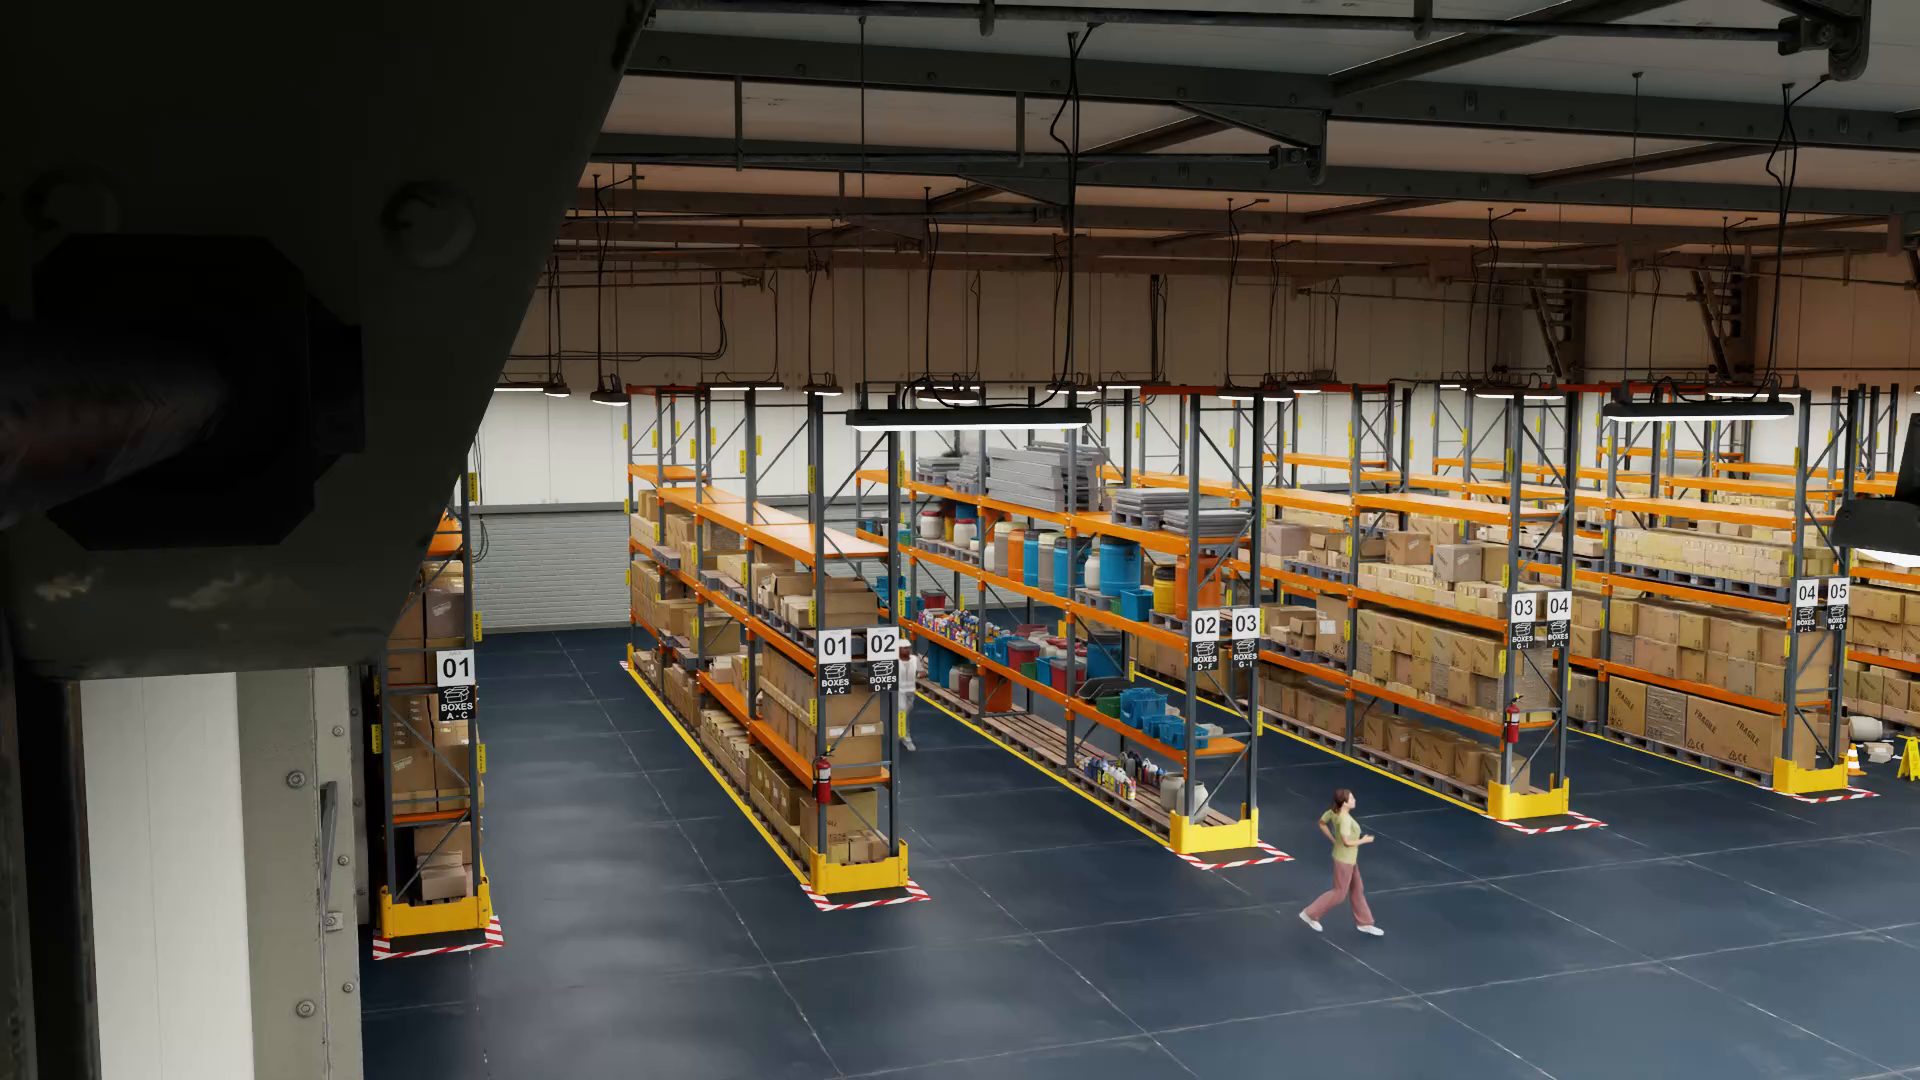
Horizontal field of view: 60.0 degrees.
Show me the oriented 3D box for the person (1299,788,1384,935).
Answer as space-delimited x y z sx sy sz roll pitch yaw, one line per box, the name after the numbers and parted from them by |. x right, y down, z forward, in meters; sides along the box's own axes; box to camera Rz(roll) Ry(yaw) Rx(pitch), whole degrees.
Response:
4.252 3.576 18.438 0.951 1.668 0.574 0 6 3 | person

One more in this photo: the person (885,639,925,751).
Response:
-0.936 2.543 27.794 0.674 1.803 0.956 -3 7 -27 | person
